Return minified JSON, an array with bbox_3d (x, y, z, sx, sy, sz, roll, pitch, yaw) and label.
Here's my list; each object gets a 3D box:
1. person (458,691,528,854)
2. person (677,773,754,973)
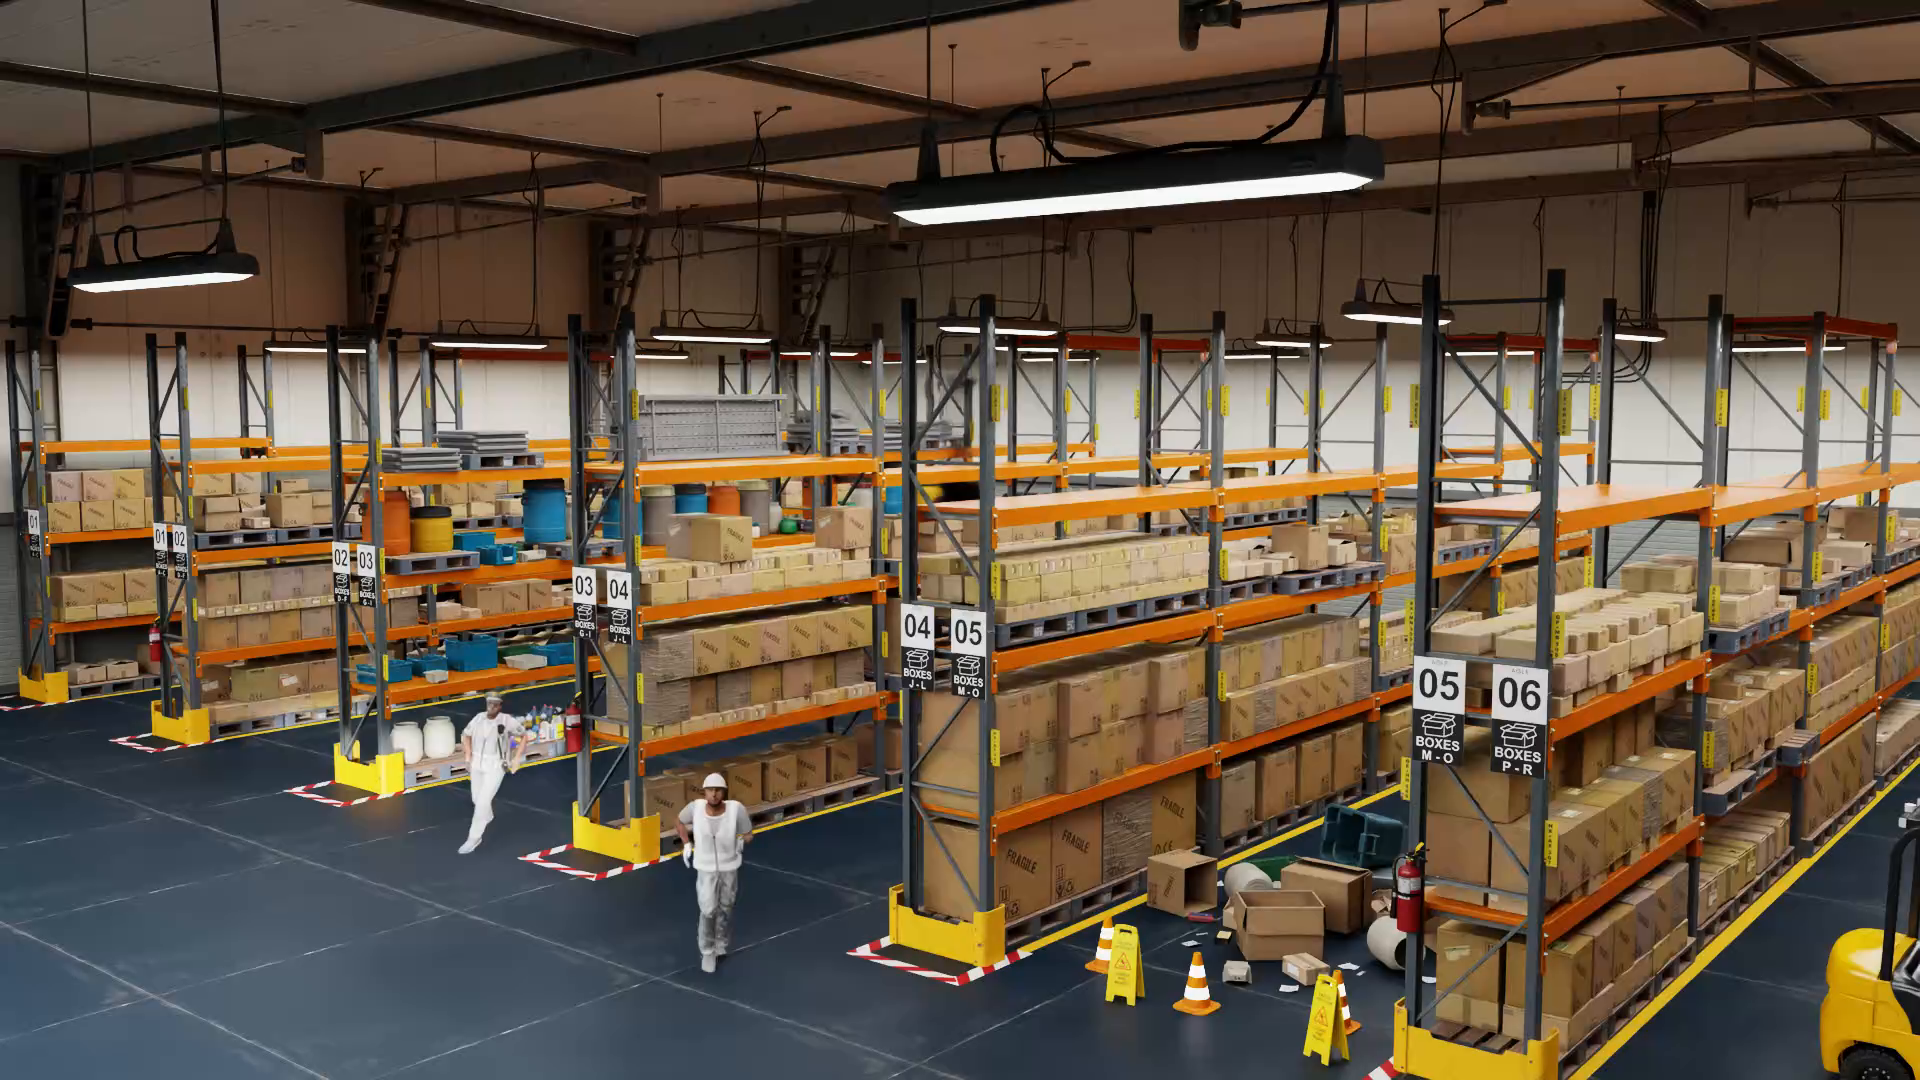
[{"bbox_3d":[-5.362,2.589,18.915,0.742,1.783,0.929,1,5,13],"label":"person"},{"bbox_3d":[-2.175,2.965,14.827,0.677,1.813,0.794,-1,5,-10],"label":"person"}]
